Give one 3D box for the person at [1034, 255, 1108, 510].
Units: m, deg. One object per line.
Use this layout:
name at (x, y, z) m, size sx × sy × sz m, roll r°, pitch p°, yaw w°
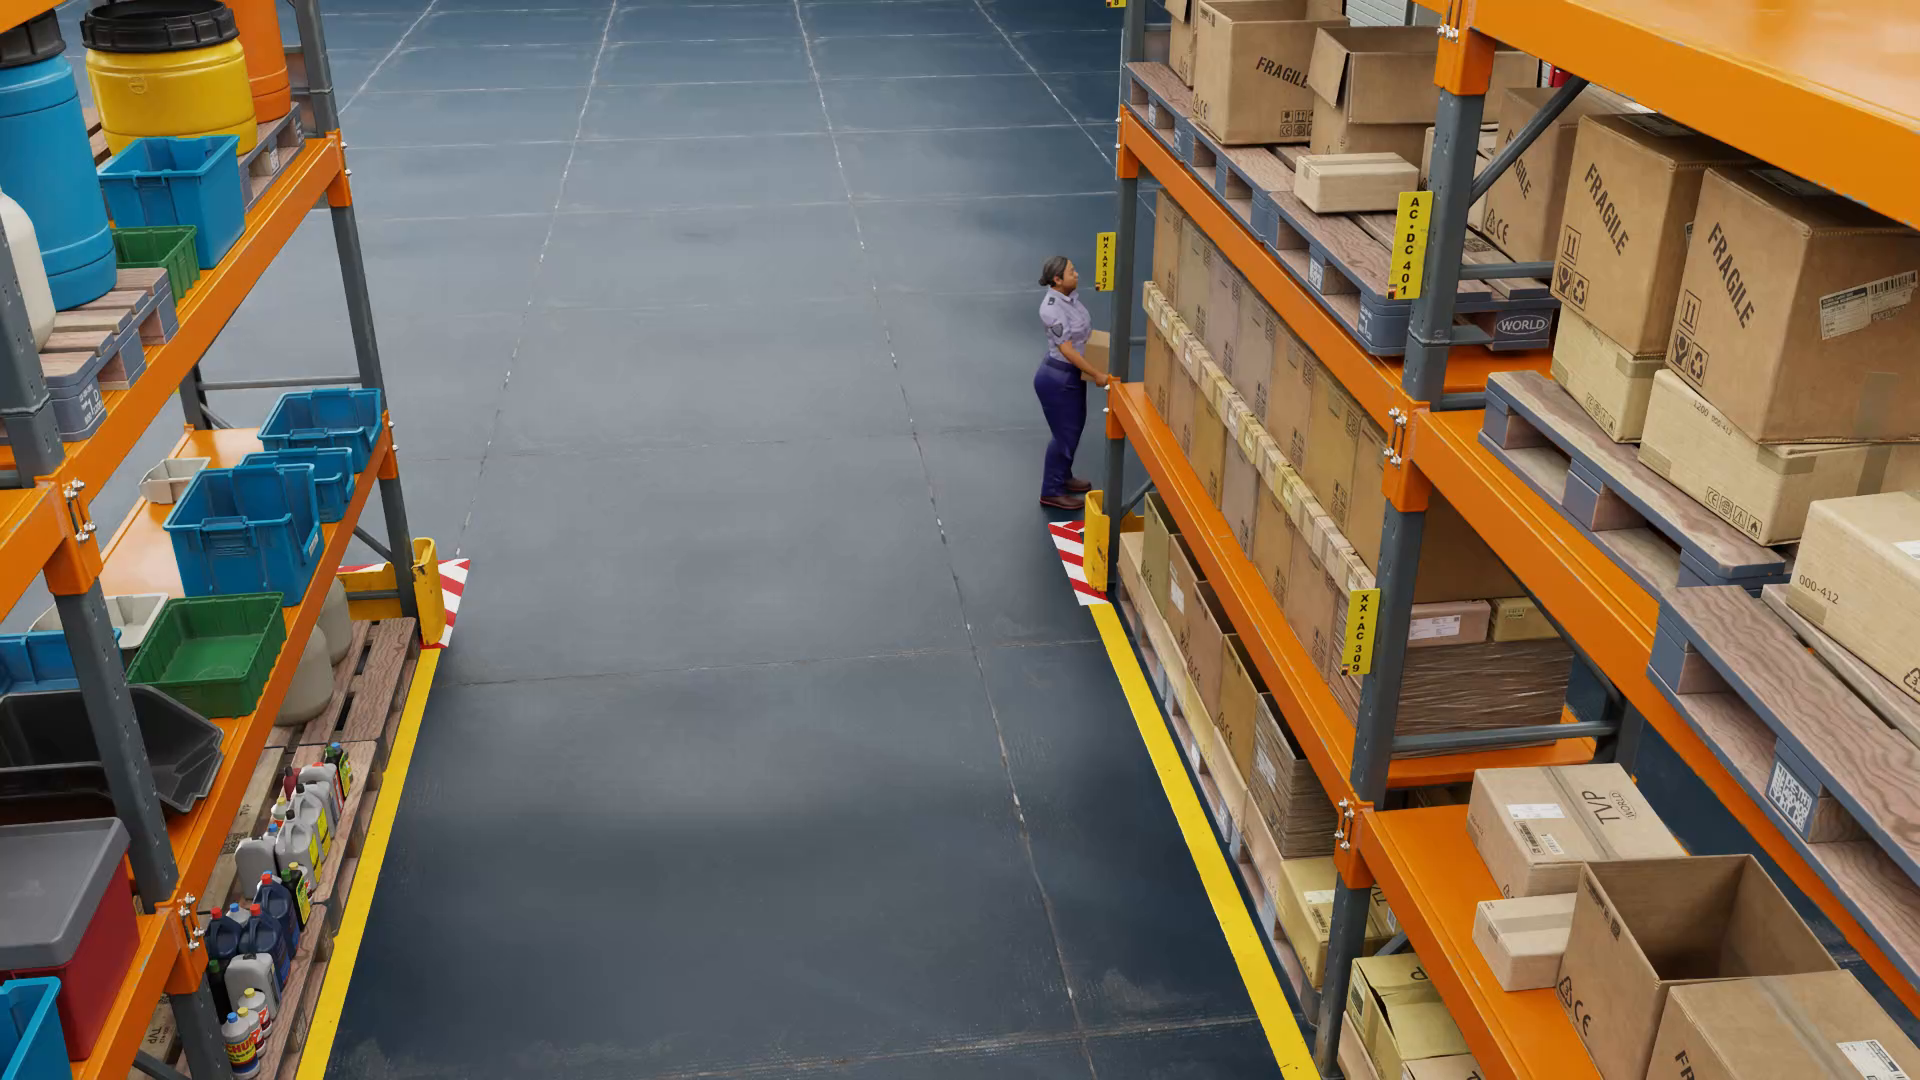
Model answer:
person at (0.745, -1.013, 10.608) m, size 0.522 × 1.634 × 0.452 m, roll 6°, pitch 28°, yaw 11°
